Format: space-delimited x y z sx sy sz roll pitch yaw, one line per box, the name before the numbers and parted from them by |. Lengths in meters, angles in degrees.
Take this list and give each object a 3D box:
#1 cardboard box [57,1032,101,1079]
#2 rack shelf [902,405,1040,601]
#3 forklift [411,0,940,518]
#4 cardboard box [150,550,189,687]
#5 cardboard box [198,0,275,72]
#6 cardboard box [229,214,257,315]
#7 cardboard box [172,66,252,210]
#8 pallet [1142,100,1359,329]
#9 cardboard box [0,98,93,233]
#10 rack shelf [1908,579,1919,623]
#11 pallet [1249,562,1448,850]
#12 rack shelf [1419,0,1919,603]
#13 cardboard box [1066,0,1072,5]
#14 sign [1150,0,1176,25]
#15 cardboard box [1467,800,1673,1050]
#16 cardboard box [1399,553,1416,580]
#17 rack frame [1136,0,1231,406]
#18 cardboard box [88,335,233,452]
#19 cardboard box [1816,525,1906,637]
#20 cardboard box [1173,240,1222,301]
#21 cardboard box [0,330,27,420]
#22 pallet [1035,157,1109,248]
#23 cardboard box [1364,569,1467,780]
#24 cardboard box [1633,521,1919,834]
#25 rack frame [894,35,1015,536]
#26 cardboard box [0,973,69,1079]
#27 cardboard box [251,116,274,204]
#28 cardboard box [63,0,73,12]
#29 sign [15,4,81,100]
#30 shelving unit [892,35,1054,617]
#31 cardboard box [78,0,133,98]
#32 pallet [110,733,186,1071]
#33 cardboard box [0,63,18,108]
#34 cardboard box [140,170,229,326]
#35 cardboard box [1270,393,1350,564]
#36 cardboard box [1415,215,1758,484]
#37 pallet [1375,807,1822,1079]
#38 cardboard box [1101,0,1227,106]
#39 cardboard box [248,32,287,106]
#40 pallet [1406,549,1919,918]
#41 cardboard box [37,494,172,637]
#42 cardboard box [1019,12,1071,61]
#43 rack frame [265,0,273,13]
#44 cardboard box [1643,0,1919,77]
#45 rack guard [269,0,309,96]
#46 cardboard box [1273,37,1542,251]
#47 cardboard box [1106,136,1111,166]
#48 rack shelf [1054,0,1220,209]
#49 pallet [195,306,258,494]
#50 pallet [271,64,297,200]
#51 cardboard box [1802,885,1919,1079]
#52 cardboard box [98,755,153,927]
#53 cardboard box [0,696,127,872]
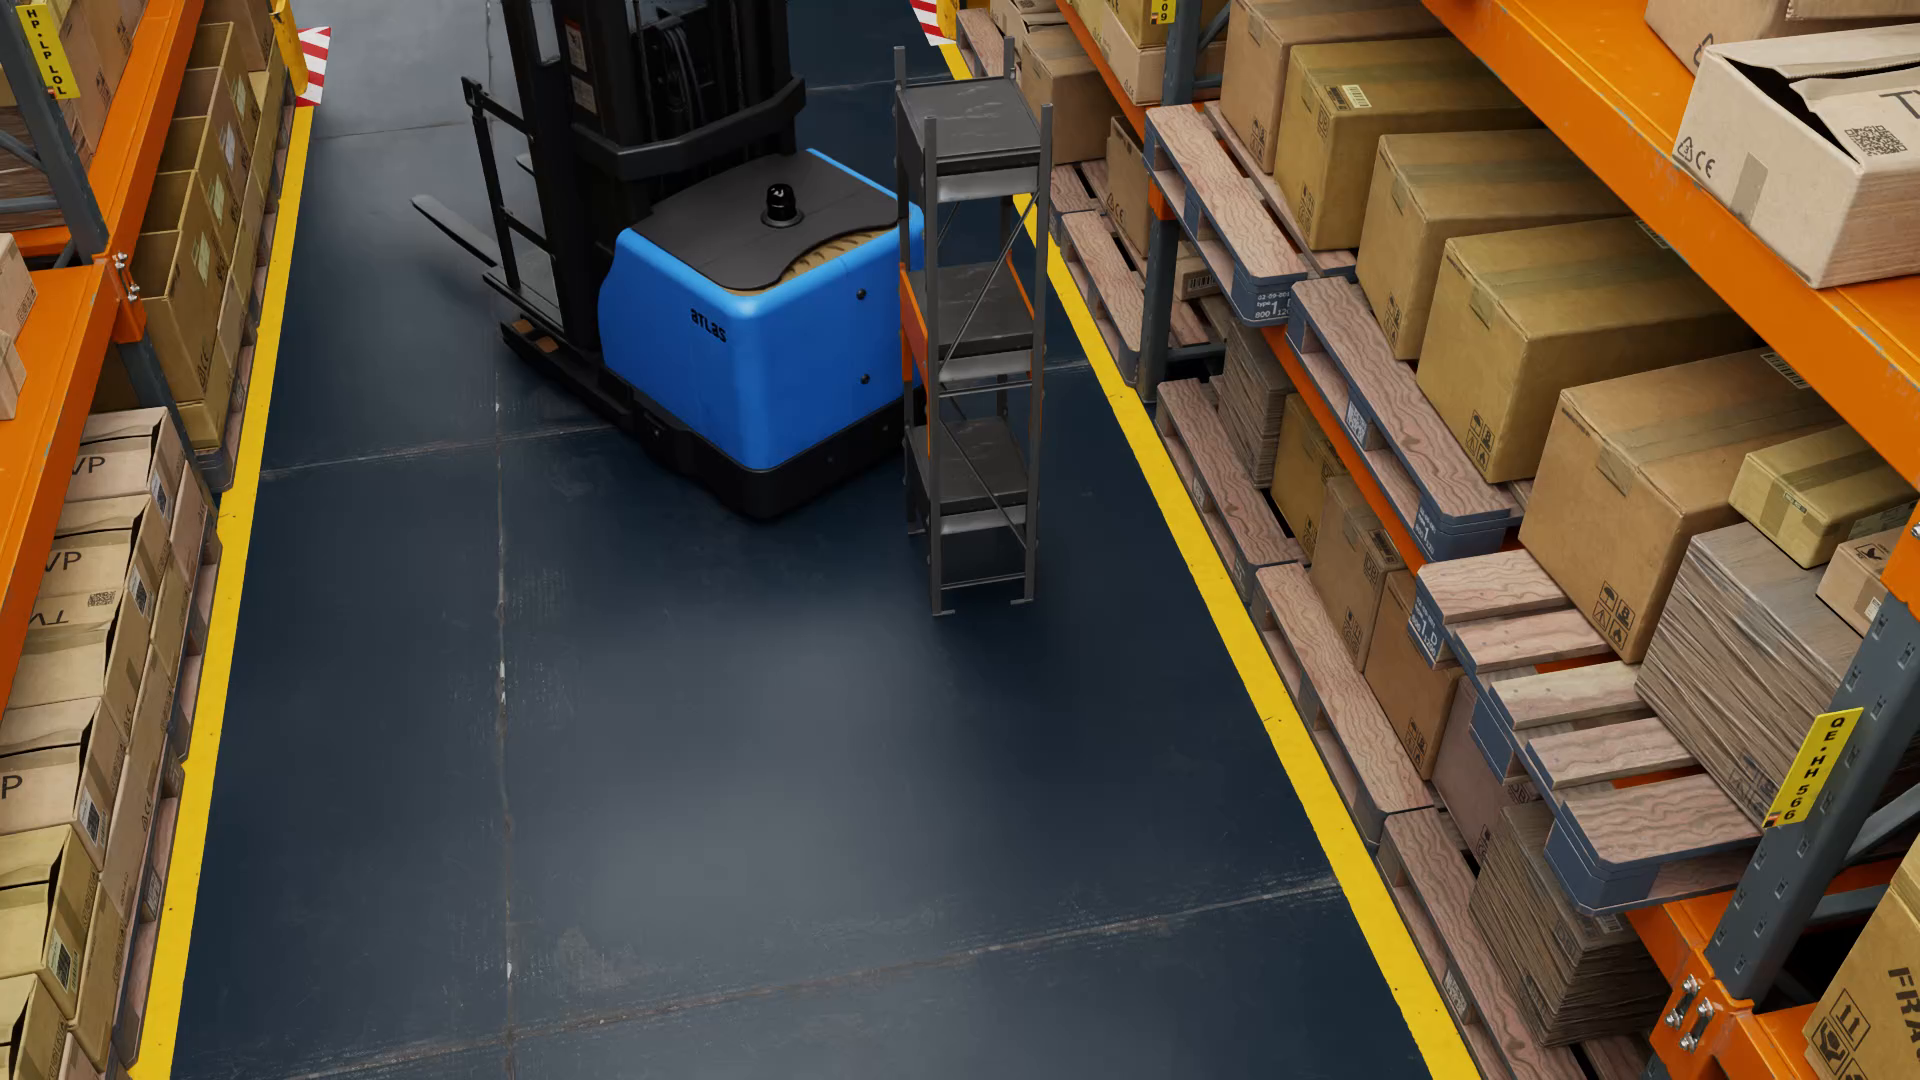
cardboard box | -2.612 1.635 4.403 0.500 0.250 0.500 -9 42 -10
rack shelf | 0.036 -0.144 6.406 0.431 0.518 0.480 -8 42 -9
forklift | -1.467 -2.069 6.873 1.130 2.935 3.031 -32 51 -31
cardboard box | -3.060 0.305 5.902 0.500 0.250 0.500 -9 42 -10
cardboard box | -3.997 -2.819 8.856 0.500 0.500 0.500 -8 42 -9
cardboard box | -3.550 -1.244 7.647 0.500 0.250 0.500 -8 42 -9
cardboard box | -3.660 -1.848 7.763 0.500 0.500 0.500 -8 42 -9
pallet | 1.319 -1.246 6.038 1.003 0.211 1.213 -8 42 -9
cardboard box | -3.642 -1.446 6.044 0.700 0.500 0.500 -9 42 -10
rack shelf | 2.591 1.203 1.418 1.077 0.370 4.000 -8 42 -9
pallet | 1.732 0.506 6.021 1.003 0.211 1.213 -8 42 -9
rack shelf | 1.728 -1.390 4.339 1.077 0.370 4.000 -8 42 -9
cardboard box | 0.675 -2.697 7.626 0.500 0.250 0.500 -9 42 -10
sign | 0.768 -2.075 6.176 0.100 0.325 0.005 -8 42 -9
cardboard box | 1.953 1.070 4.837 0.700 0.500 0.500 -8 42 -9
cardboard box | 1.775 0.078 5.389 0.500 0.250 0.500 -9 42 -9
rack frame | 1.296 -1.834 6.556 1.000 3.000 0.127 -8 42 -9
cardboard box | -3.344 -0.594 6.915 0.500 0.250 0.500 -8 42 -9
cardboard box | 2.056 0.095 3.488 0.380 0.149 0.250 -14 43 -15
cardboard box | 1.151 -1.281 7.737 0.380 0.166 0.250 -14 43 -15
cardboard box | -3.171 -0.528 5.186 0.396 0.266 0.258 -9 42 -10
pallet | 0.850 -2.014 8.860 1.003 0.211 1.213 -8 42 -9
cardboard box | 1.821 0.401 5.590 0.700 0.500 0.500 -9 42 -10
cardboard box | 2.048 0.254 3.798 0.700 0.500 0.500 -13 43 -14
rack frame | -0.017 -0.836 6.110 0.400 2.100 0.015 -8 42 -9
cardboard box | -2.625 1.412 4.232 0.500 0.311 0.500 -9 42 -10
cardboard box | -3.770 -1.892 8.376 0.500 0.250 0.500 -8 42 -9
cardboard box | -3.579 -2.103 6.296 0.380 0.149 0.250 -9 42 -10
sign | -3.012 -1.609 5.491 0.100 0.325 0.005 -8 42 -9
shelving unit | 0.036 -0.678 5.932 0.431 2.100 0.503 -8 42 -9
cardboard box | -3.867 -2.112 6.795 0.700 0.500 0.500 -8 42 -9
pallet | -3.076 1.186 5.255 1.003 0.211 1.213 -8 42 -9
cardboard box | -3.409 -1.604 5.733 0.380 0.149 0.250 -8 42 -9
cardboard box | -3.450 -1.199 7.032 0.500 0.500 0.500 -8 42 -9
cardboard box | 1.632 -0.261 6.336 0.700 0.500 0.500 -9 42 -10
cardboard box | 1.758 -0.551 4.704 0.700 0.500 0.500 -8 42 -9
pallet | 1.992 1.295 5.132 1.003 0.211 1.213 -8 42 -9
cardboard box | 0.898 -2.049 6.897 0.500 0.250 0.500 -8 42 -9
cardboard box | -3.999 -2.538 9.104 0.500 0.250 0.500 -8 42 -9
pallet | 1.902 0.384 4.202 1.213 0.211 1.003 -8 42 -9
cardboard box | -3.054 0.098 5.713 0.500 0.311 0.500 -7 42 -8
cardboard box | 0.617 -2.755 9.288 0.500 0.311 0.500 -5 42 -6
rack frame | -4.403 -3.714 8.675 1.000 3.000 0.127 -8 42 -9
cardboard box | 1.970 -1.263 3.560 0.797 0.503 0.637 -3 42 -3
rack guard | -4.409 -2.795 9.522 1.175 0.500 0.348 -8 42 -9
cardboard box | 1.486 -1.338 5.591 0.700 0.500 0.500 -4 42 -5
cardboard box | 0.970 -1.972 8.528 0.380 0.149 0.250 -12 43 -13
rack shelf | 0.864 -2.861 8.256 1.077 0.370 4.000 -8 42 -9
pallet | -3.671 -0.600 7.267 1.003 0.211 1.213 -8 42 -9
pallet | -4.197 -2.182 9.049 1.003 0.211 1.213 -8 42 -9
cardboard box | 2.014 0.954 3.101 0.500 0.500 0.500 -7 42 -8
cardboard box | -2.841 0.967 5.156 0.500 0.250 0.500 -8 42 -8
cardboard box | -2.844 0.748 4.981 0.500 0.311 0.500 -9 42 -10
